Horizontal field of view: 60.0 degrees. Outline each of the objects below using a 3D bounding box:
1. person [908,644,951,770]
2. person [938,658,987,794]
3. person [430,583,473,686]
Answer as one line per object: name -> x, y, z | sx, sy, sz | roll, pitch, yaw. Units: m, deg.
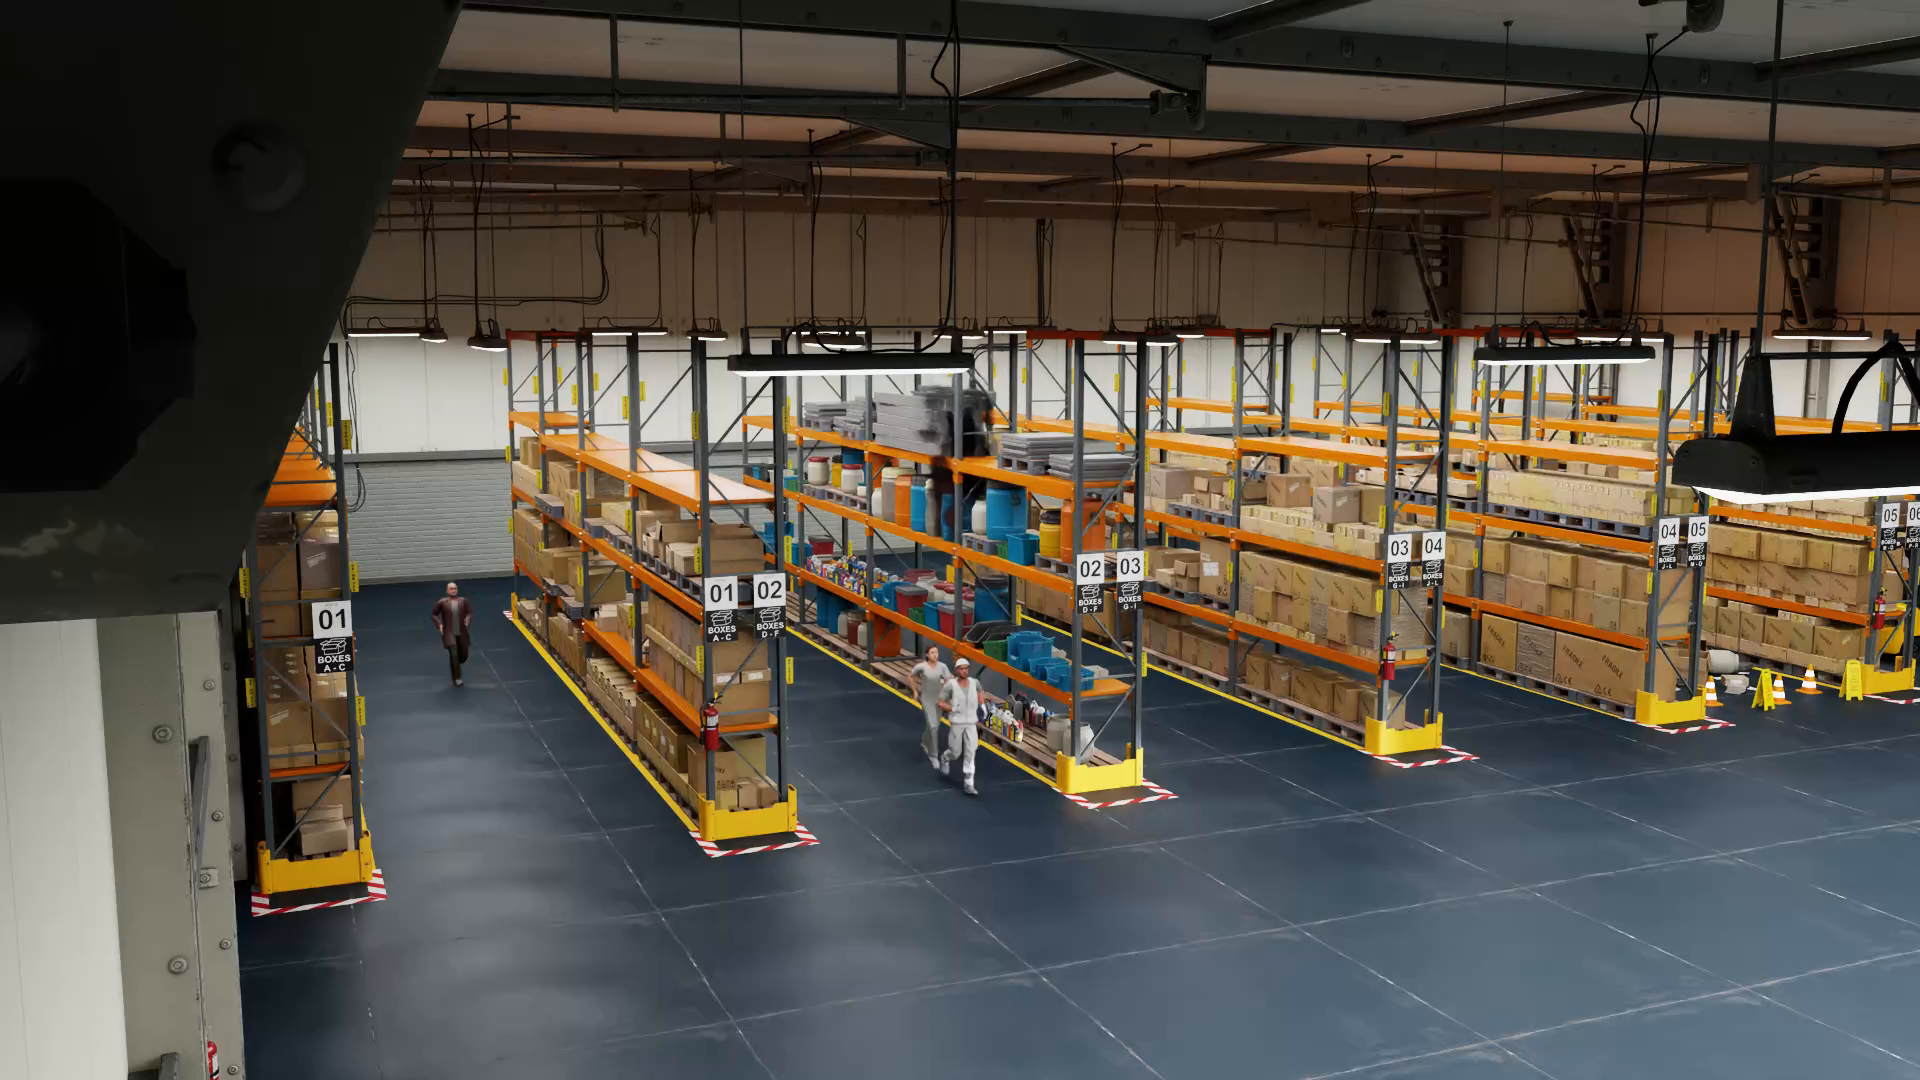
person -> -0.402, 2.307, 23.473 | 0.543, 1.710, 0.840 | -4, 9, -27
person -> 0.065, 2.434, 22.168 | 0.675, 1.697, 0.972 | -2, 8, -17
person -> -8.694, 1.596, 28.539 | 0.715, 1.735, 0.826 | -5, 9, -31
